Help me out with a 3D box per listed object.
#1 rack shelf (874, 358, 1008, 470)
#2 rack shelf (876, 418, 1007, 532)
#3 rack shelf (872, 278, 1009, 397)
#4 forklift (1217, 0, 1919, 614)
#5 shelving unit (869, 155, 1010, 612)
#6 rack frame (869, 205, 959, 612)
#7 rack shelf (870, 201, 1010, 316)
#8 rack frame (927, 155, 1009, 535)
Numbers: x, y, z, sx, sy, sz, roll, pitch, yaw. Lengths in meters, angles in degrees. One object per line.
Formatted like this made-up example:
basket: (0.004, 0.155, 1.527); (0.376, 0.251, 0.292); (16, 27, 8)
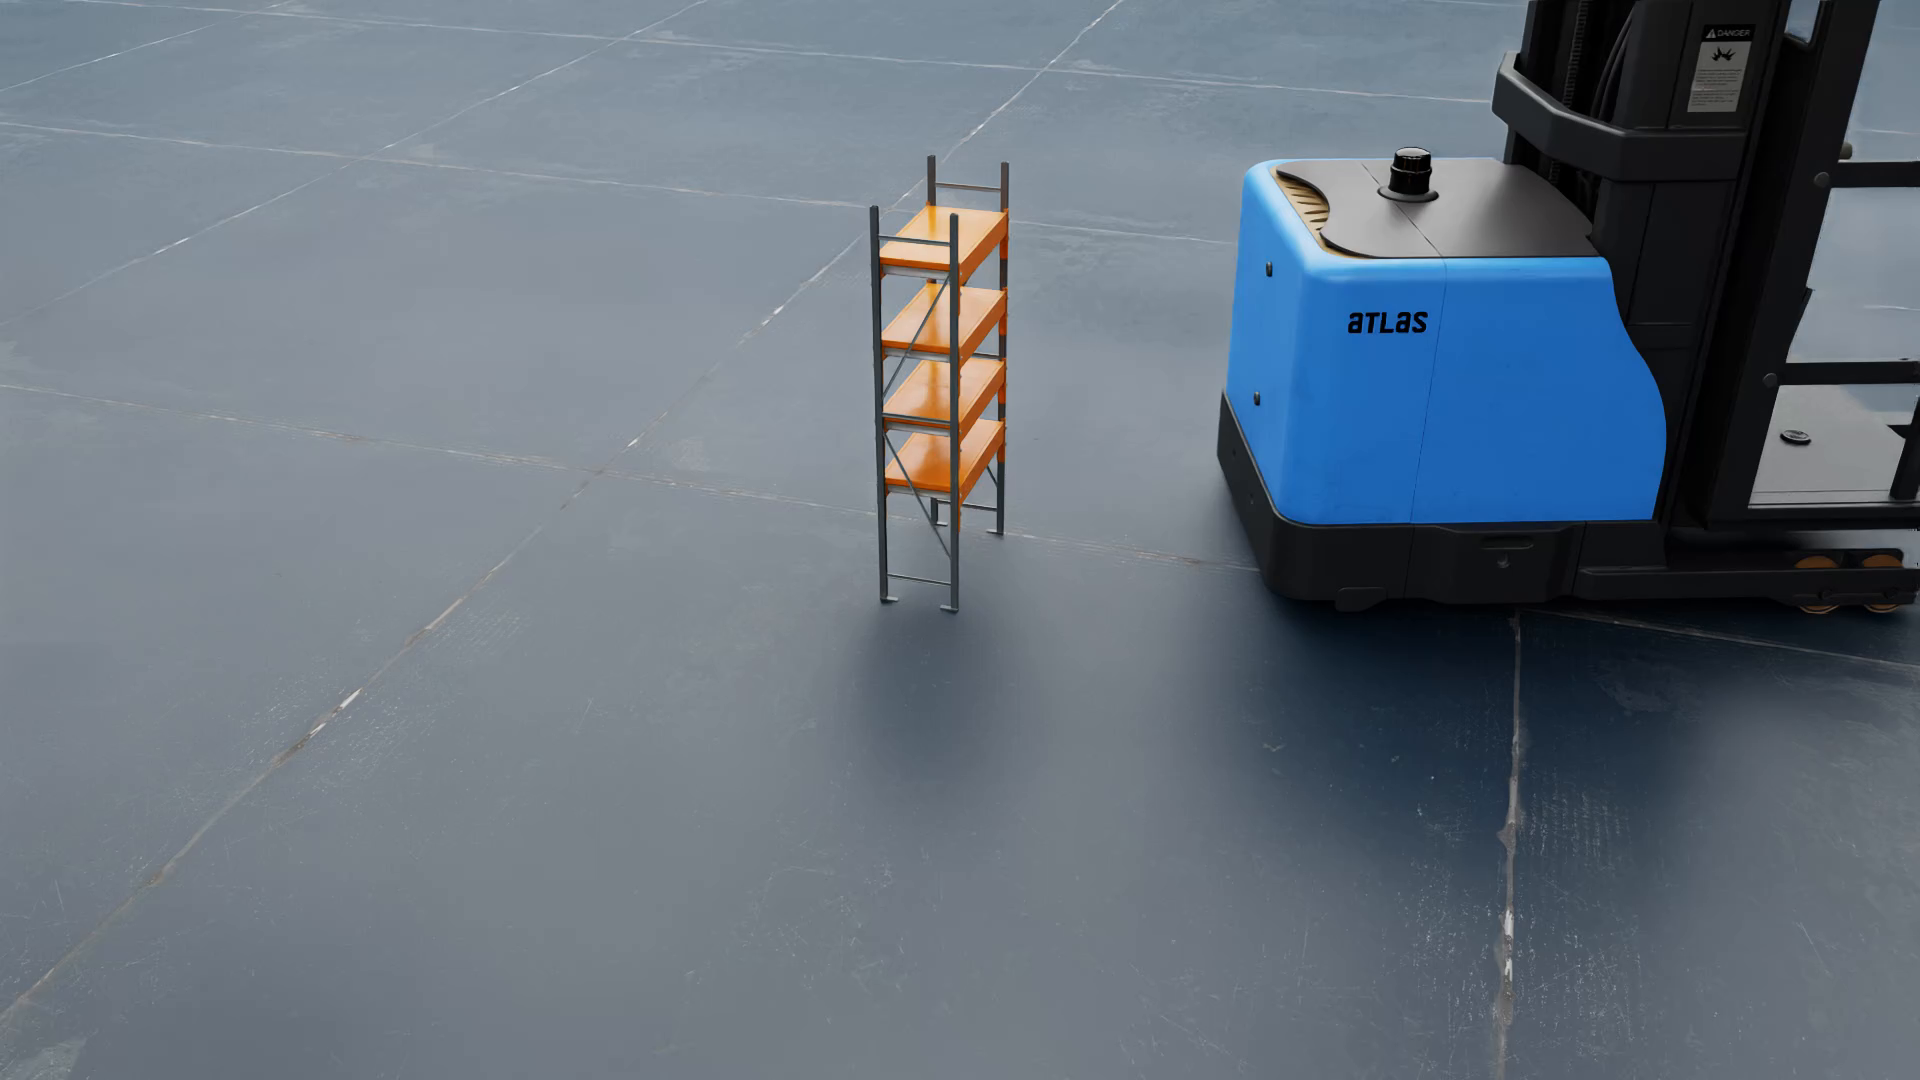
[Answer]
rack shelf: (-0.049, -0.389, 4.853); (0.258, 0.148, 0.480); (8, 30, 15)
rack shelf: (-0.049, -0.215, 4.949); (0.258, 0.148, 0.480); (8, 30, 15)
rack shelf: (-0.049, -0.584, 4.744); (0.258, 0.148, 0.480); (8, 30, 15)
forklift: (2.396, -1.322, 4.612); (3.031, 2.935, 1.130); (-1, 29, -2)
shelving unit: (-0.049, -0.447, 4.820); (0.258, 1.200, 0.503); (8, 30, 15)
rack frame: (-0.120, -0.334, 4.616); (0.240, 1.200, 0.015); (8, 30, 15)
rack shelf: (-0.049, -0.791, 4.629); (0.258, 0.148, 0.480); (8, 30, 15)
rack frame: (0.023, -0.561, 5.024); (0.240, 1.200, 0.015); (8, 30, 15)
